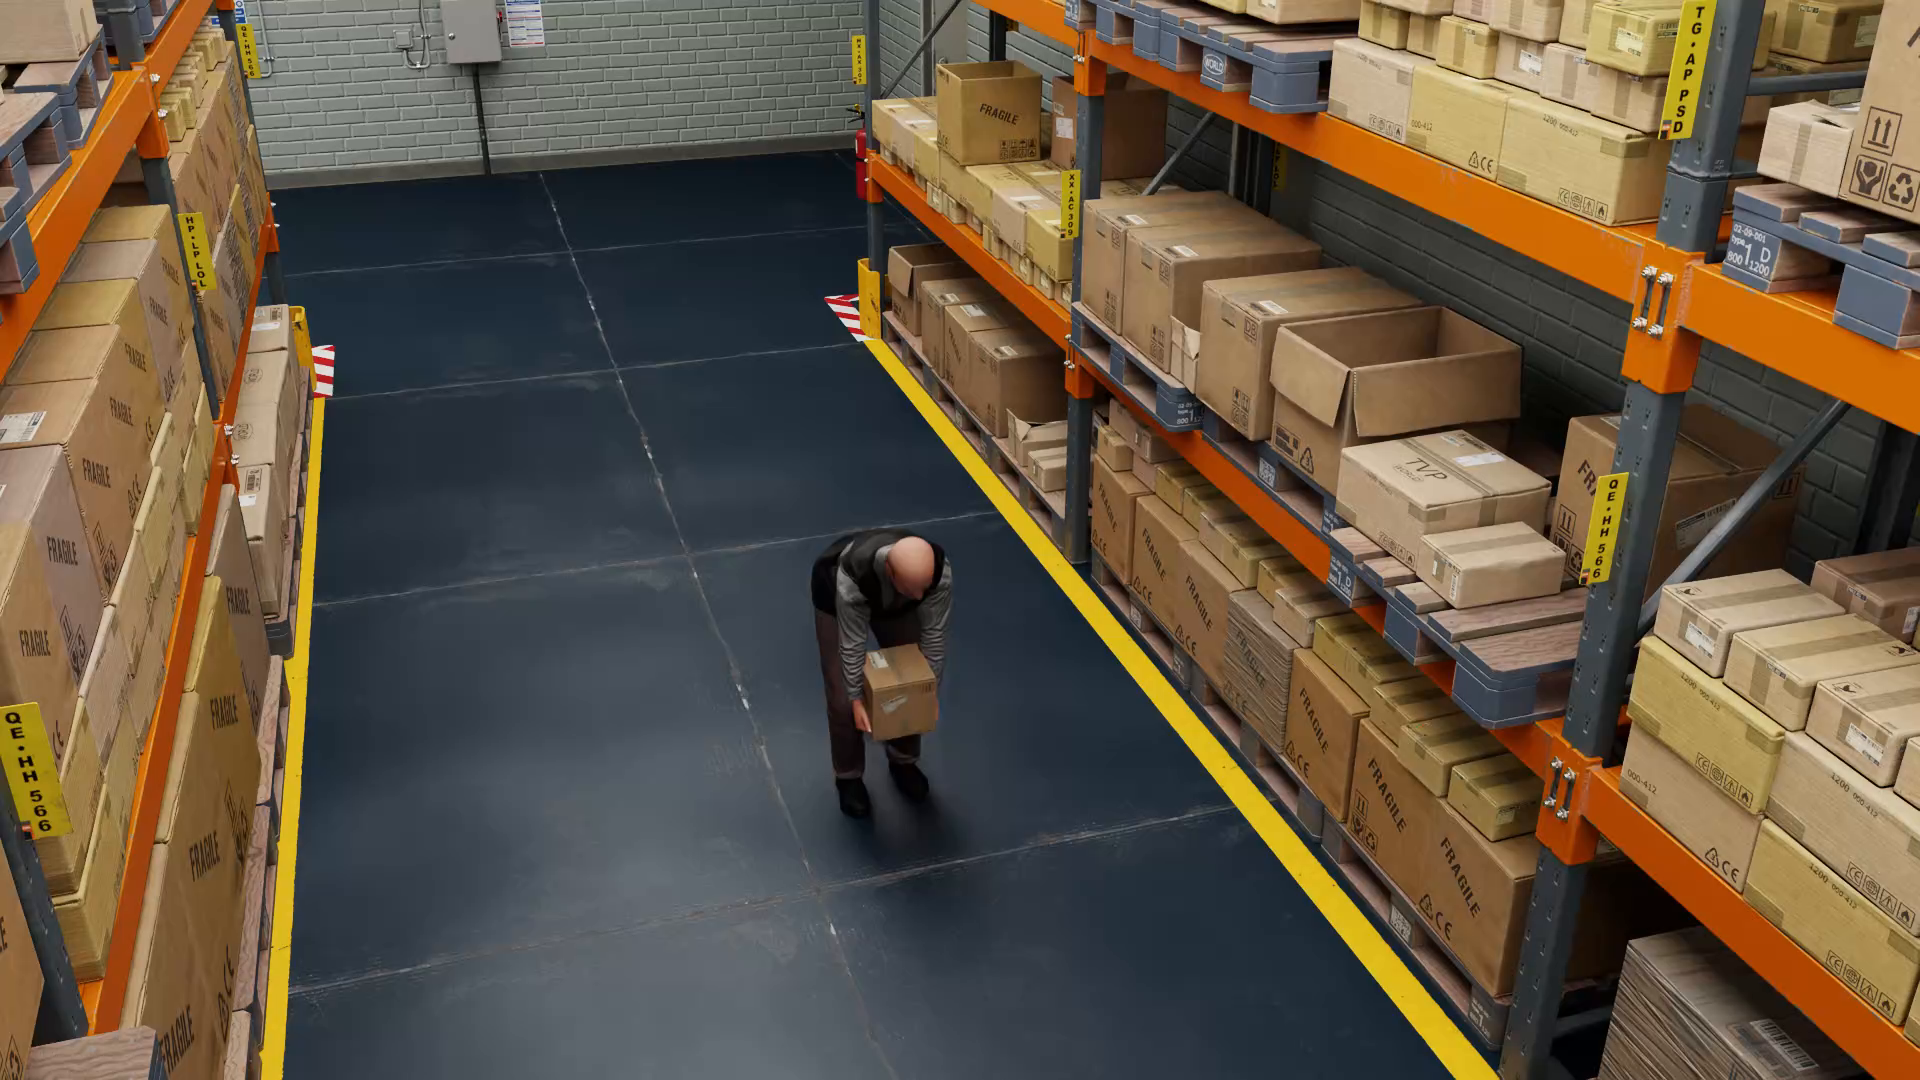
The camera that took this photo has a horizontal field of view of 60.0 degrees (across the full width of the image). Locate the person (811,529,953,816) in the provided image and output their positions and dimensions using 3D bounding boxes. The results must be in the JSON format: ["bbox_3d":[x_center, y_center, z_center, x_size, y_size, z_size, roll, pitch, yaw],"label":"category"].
[{"bbox_3d":[-0.285,0.483,6.539,0.464,1.389,0.860,-9,28,-18],"label":"person"}]
